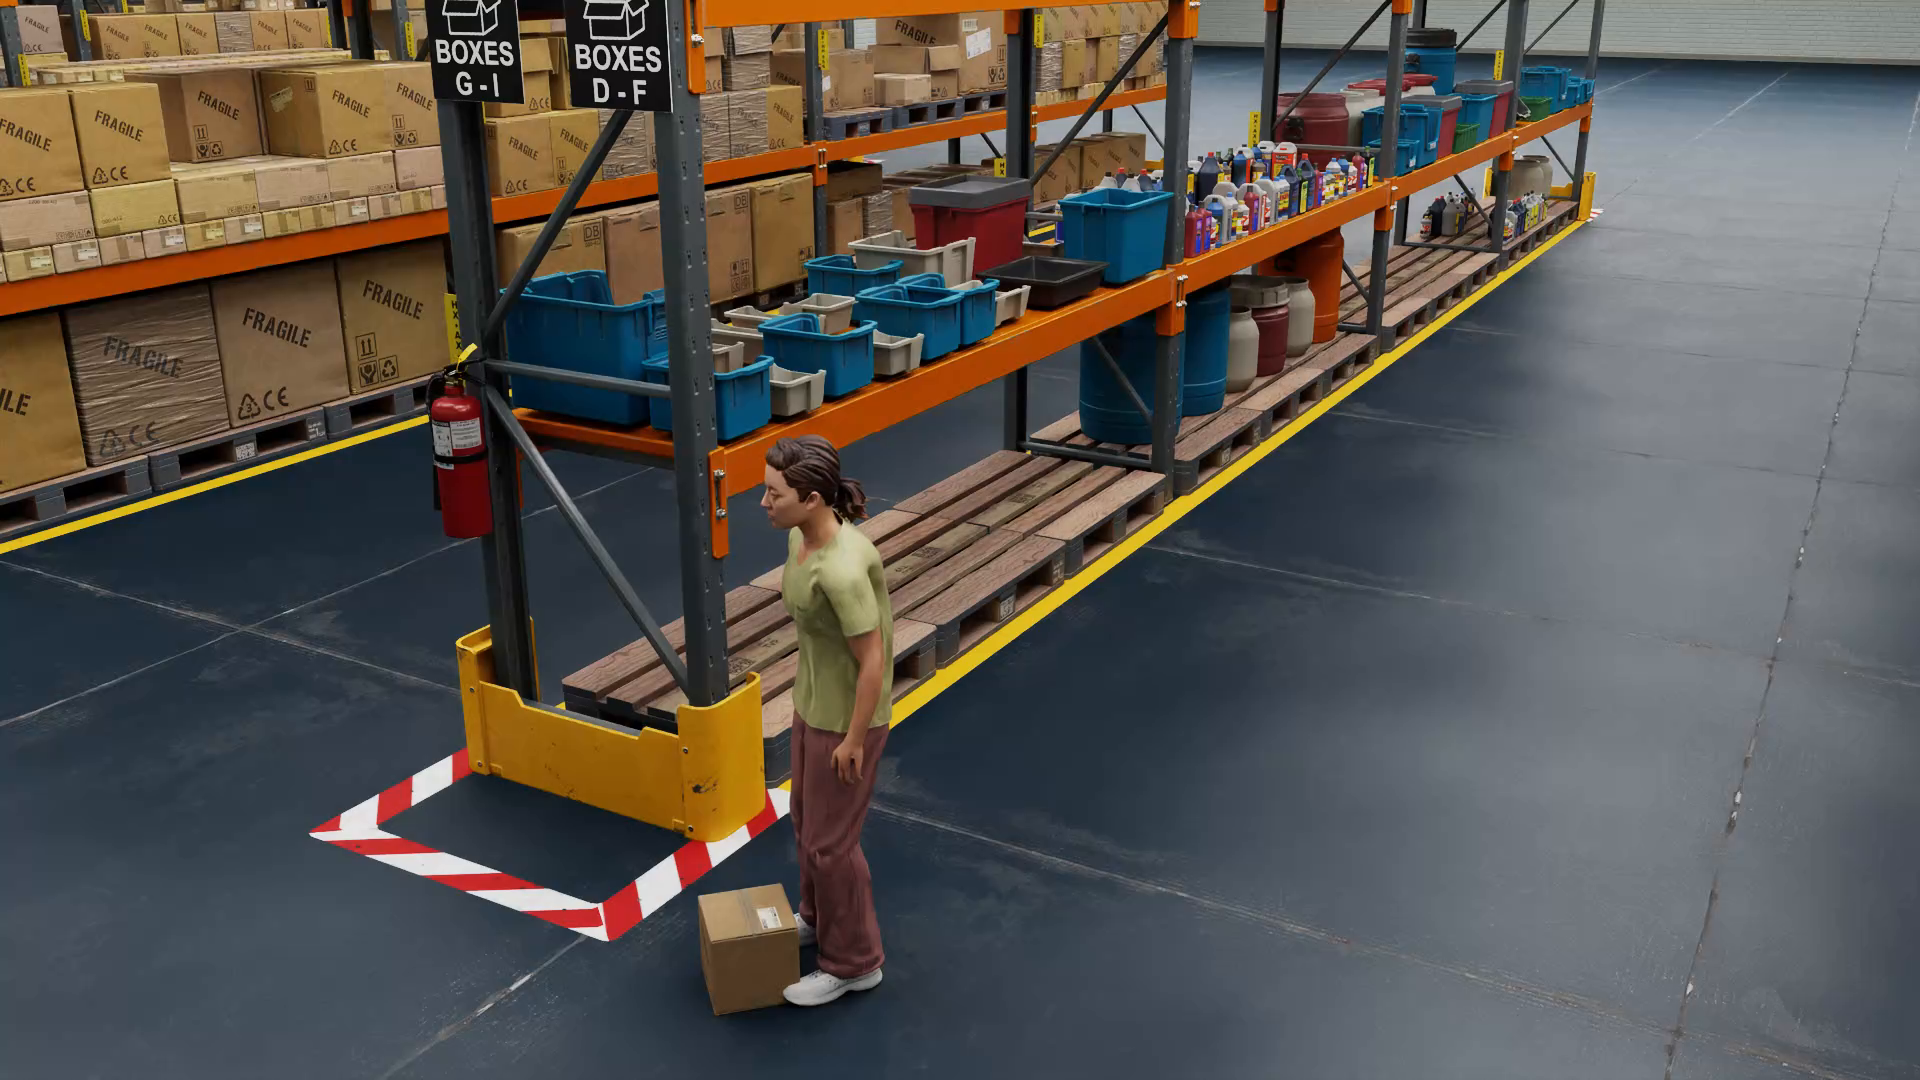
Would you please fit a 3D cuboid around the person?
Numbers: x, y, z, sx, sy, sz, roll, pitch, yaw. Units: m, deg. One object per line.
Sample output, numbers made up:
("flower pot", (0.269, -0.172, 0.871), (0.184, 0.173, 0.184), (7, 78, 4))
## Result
("person", (-0.376, 0.496, 4.671), (0.364, 1.671, 0.520), (-7, 21, -18))
